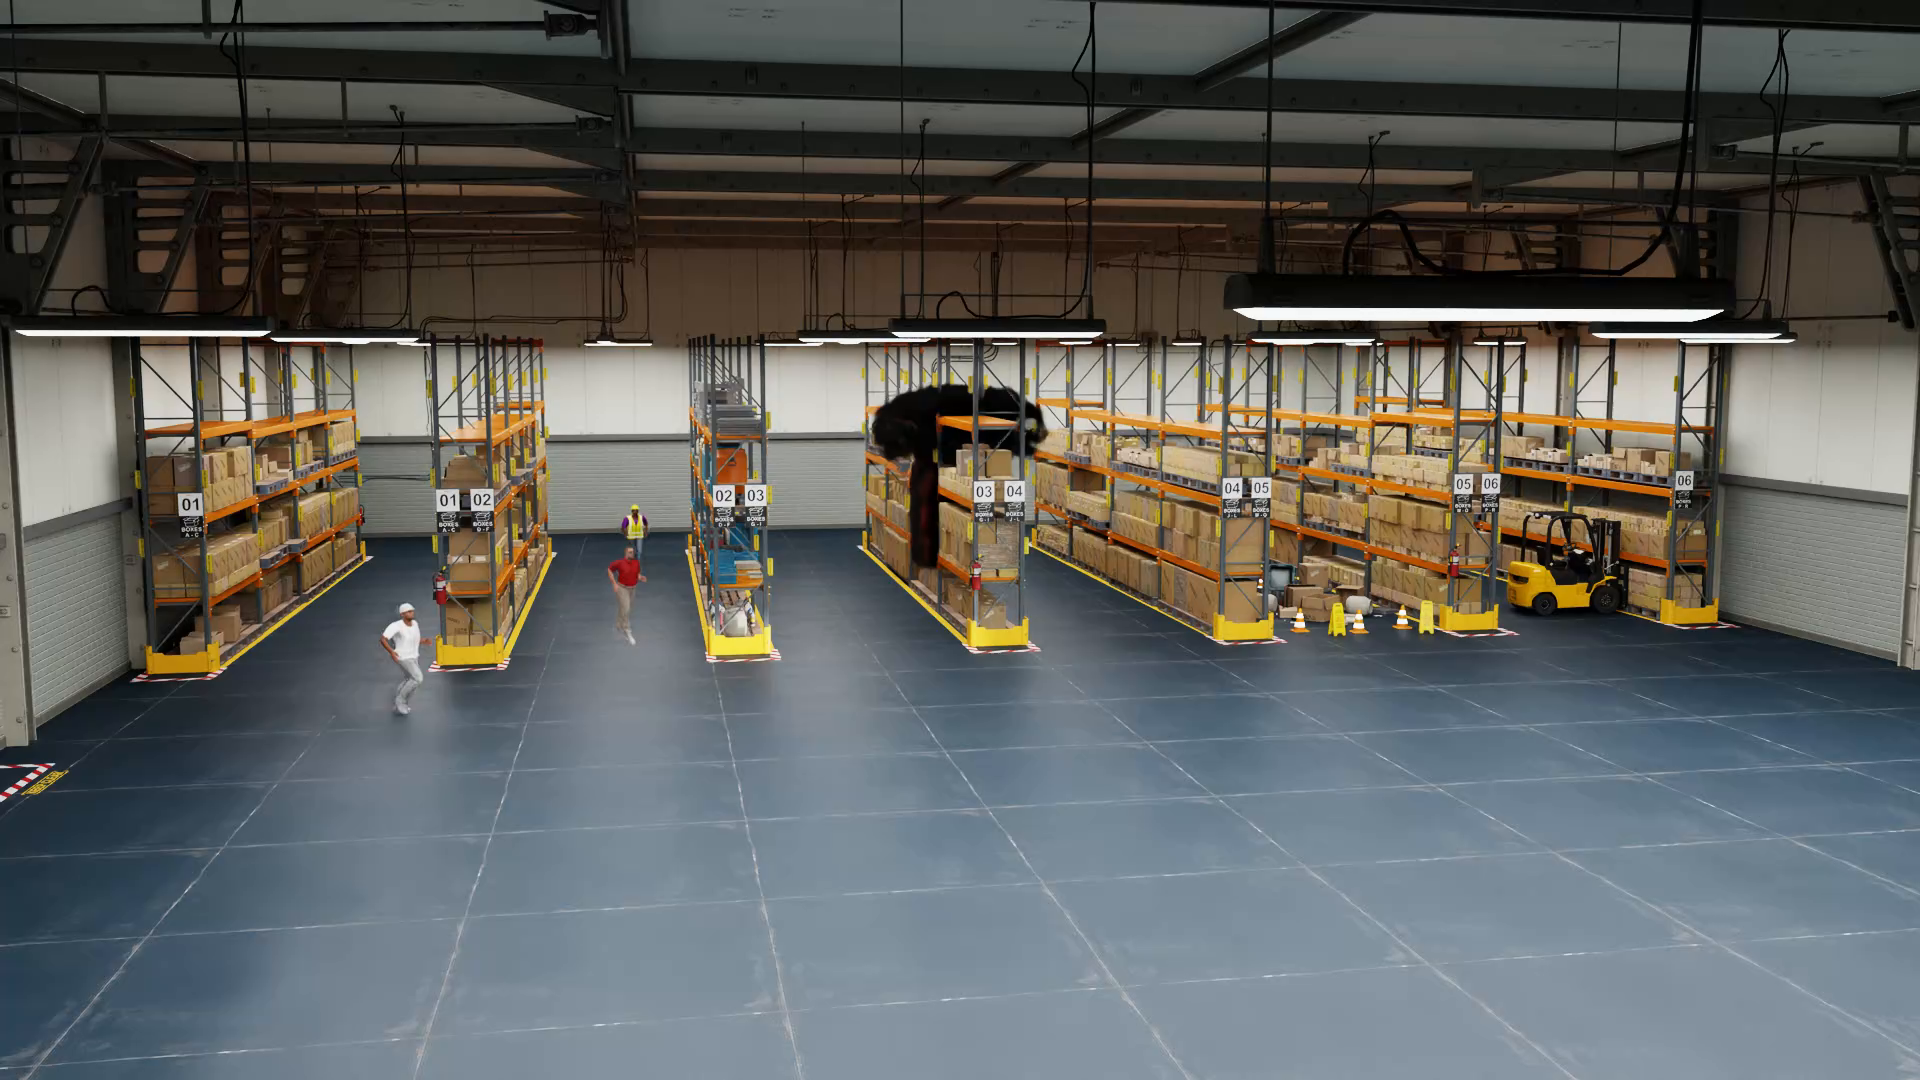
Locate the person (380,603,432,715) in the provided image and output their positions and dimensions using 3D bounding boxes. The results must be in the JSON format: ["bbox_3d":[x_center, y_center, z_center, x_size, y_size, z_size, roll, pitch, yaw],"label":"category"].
[{"bbox_3d":[-8.658,1.865,26.168,0.664,1.753,0.671,2,7,14],"label":"person"}]

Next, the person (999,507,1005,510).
[{"bbox_3d":[1.191,-0.511,46.841,0.716,1.780,0.593,0,7,0],"label":"person"}]

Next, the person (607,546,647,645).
[{"bbox_3d":[-6.289,1.042,31.483,0.850,1.857,0.590,4,8,34],"label":"person"}]

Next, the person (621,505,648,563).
[{"bbox_3d":[-8.365,-0.029,42.854,0.708,1.765,0.824,-2,7,-18],"label":"person"}]
